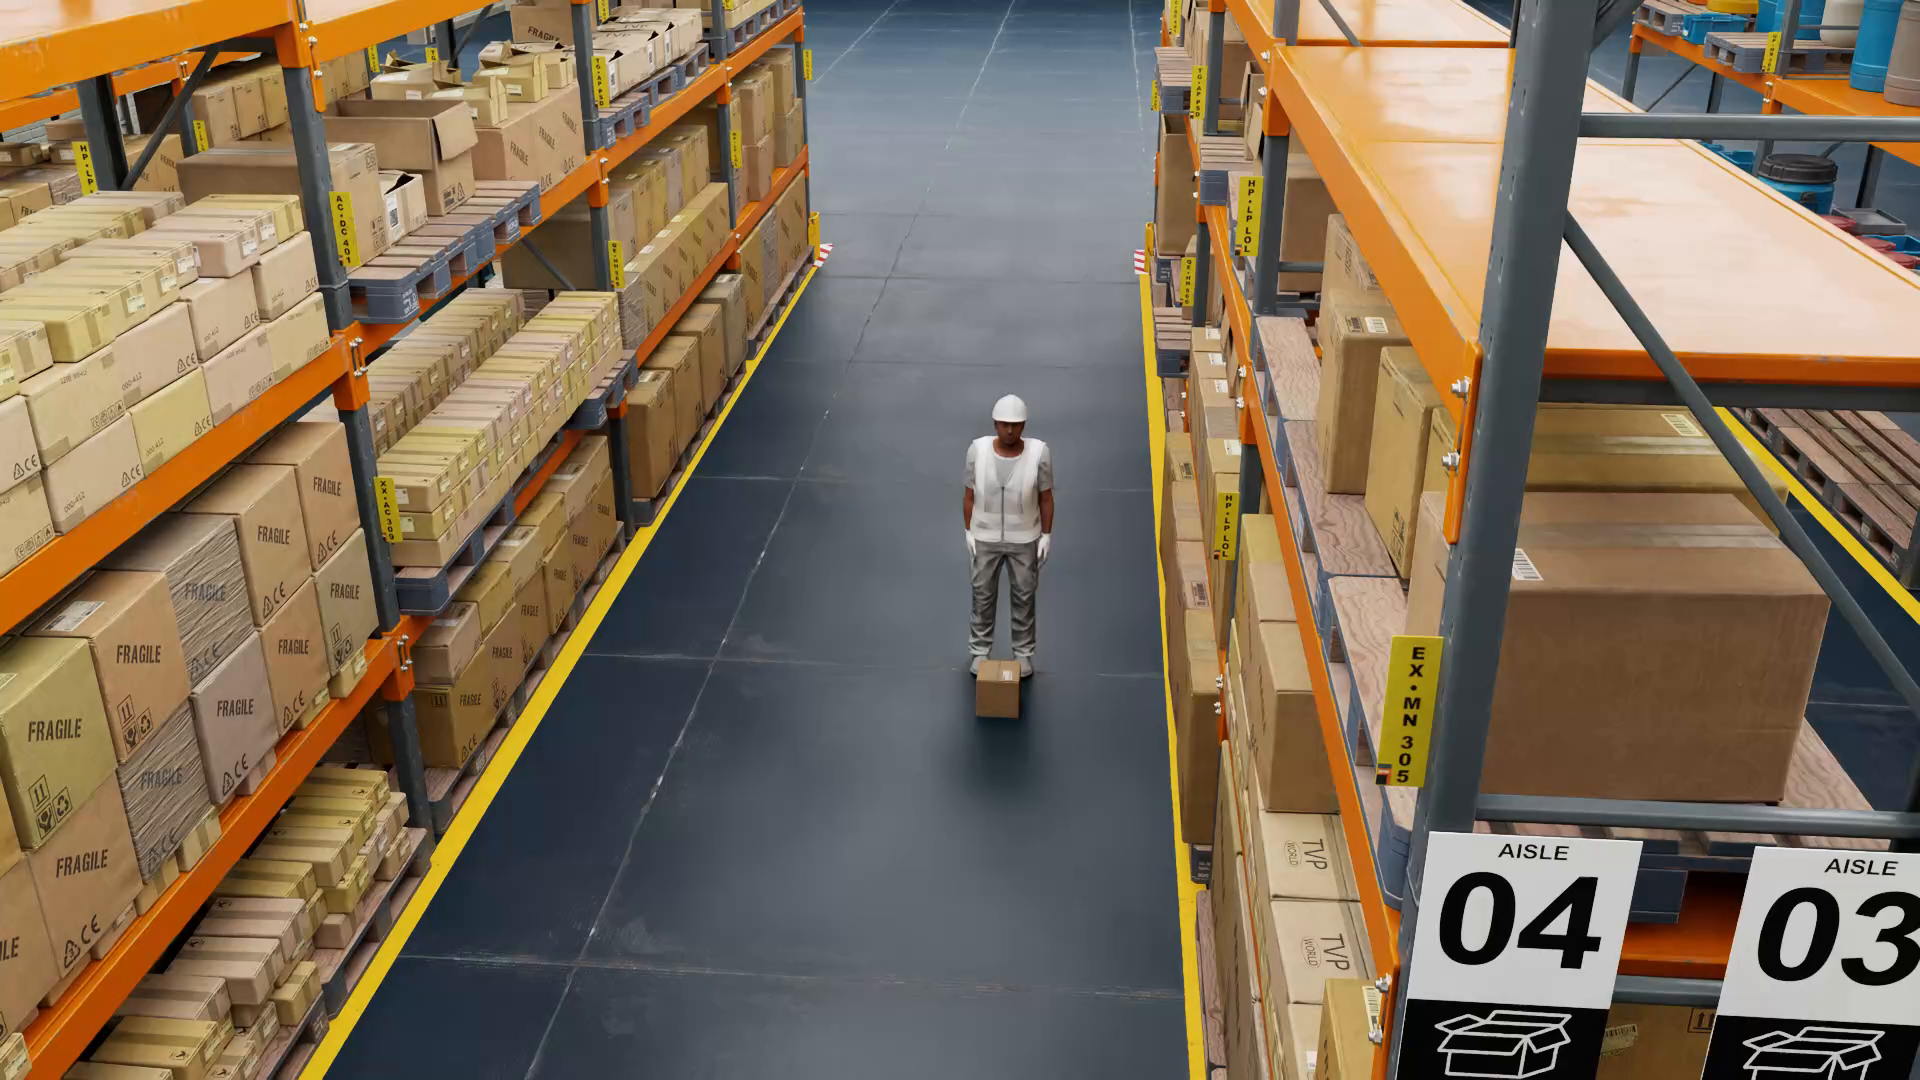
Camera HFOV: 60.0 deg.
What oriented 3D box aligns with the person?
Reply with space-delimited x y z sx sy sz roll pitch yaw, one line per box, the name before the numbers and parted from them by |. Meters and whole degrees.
person | 0.287 -0.017 10.024 0.545 1.785 0.355 2 24 6
